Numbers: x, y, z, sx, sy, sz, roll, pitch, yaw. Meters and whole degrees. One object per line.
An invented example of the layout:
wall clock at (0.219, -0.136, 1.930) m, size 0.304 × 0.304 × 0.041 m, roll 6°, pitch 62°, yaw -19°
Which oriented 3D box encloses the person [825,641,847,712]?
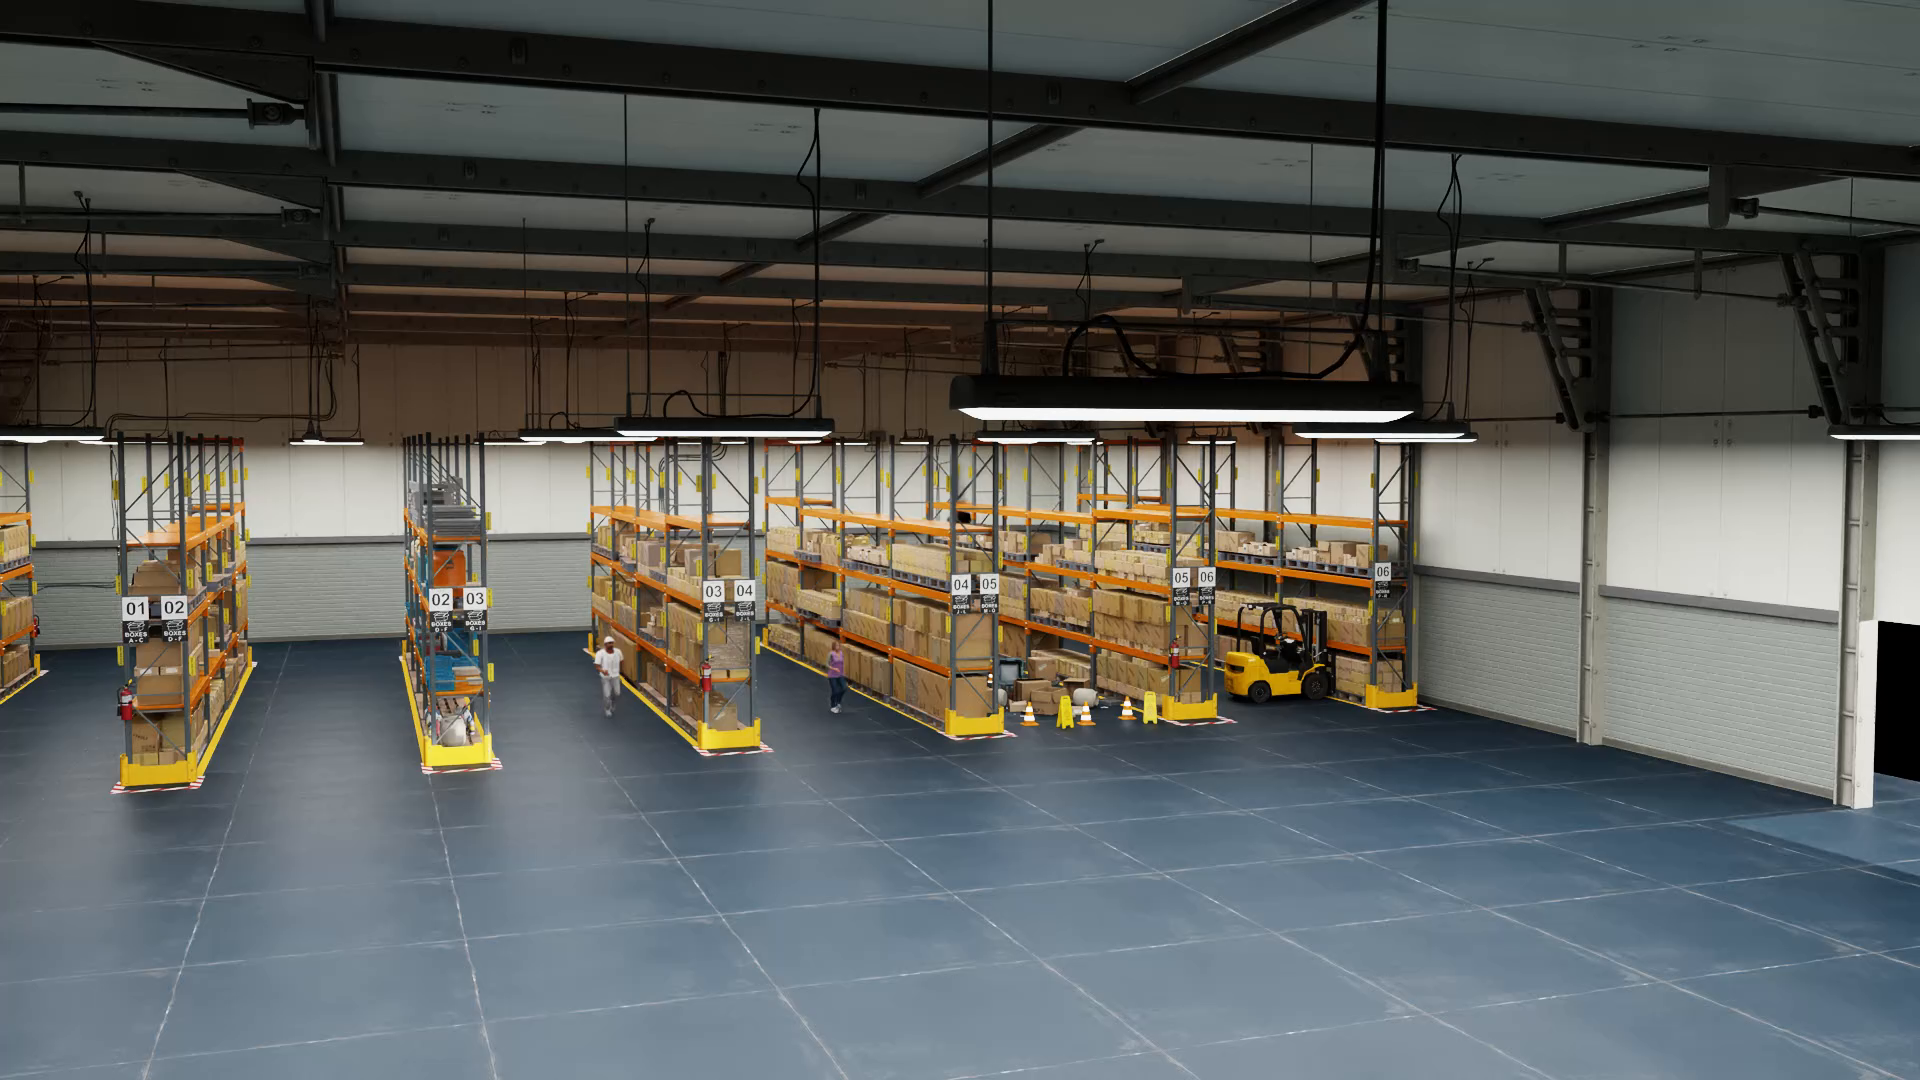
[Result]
person at (-2.655, 2.945, 35.828) m, size 0.533 × 1.561 × 0.576 m, roll -2°, pitch 4°, yaw -32°

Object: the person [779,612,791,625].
person at (-5.154, 2.127, 49.725) m, size 0.609 × 1.683 × 0.755 m, roll 0°, pitch 3°, yaw -9°

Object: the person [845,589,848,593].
person at (-3.348, 2.256, 47.959) m, size 0.627 × 1.698 × 0.761 m, roll -1°, pitch 3°, yaw -24°

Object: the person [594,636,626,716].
person at (-7.414, 2.901, 35.332) m, size 0.688 × 1.714 × 0.639 m, roll -2°, pitch 4°, yaw -28°
